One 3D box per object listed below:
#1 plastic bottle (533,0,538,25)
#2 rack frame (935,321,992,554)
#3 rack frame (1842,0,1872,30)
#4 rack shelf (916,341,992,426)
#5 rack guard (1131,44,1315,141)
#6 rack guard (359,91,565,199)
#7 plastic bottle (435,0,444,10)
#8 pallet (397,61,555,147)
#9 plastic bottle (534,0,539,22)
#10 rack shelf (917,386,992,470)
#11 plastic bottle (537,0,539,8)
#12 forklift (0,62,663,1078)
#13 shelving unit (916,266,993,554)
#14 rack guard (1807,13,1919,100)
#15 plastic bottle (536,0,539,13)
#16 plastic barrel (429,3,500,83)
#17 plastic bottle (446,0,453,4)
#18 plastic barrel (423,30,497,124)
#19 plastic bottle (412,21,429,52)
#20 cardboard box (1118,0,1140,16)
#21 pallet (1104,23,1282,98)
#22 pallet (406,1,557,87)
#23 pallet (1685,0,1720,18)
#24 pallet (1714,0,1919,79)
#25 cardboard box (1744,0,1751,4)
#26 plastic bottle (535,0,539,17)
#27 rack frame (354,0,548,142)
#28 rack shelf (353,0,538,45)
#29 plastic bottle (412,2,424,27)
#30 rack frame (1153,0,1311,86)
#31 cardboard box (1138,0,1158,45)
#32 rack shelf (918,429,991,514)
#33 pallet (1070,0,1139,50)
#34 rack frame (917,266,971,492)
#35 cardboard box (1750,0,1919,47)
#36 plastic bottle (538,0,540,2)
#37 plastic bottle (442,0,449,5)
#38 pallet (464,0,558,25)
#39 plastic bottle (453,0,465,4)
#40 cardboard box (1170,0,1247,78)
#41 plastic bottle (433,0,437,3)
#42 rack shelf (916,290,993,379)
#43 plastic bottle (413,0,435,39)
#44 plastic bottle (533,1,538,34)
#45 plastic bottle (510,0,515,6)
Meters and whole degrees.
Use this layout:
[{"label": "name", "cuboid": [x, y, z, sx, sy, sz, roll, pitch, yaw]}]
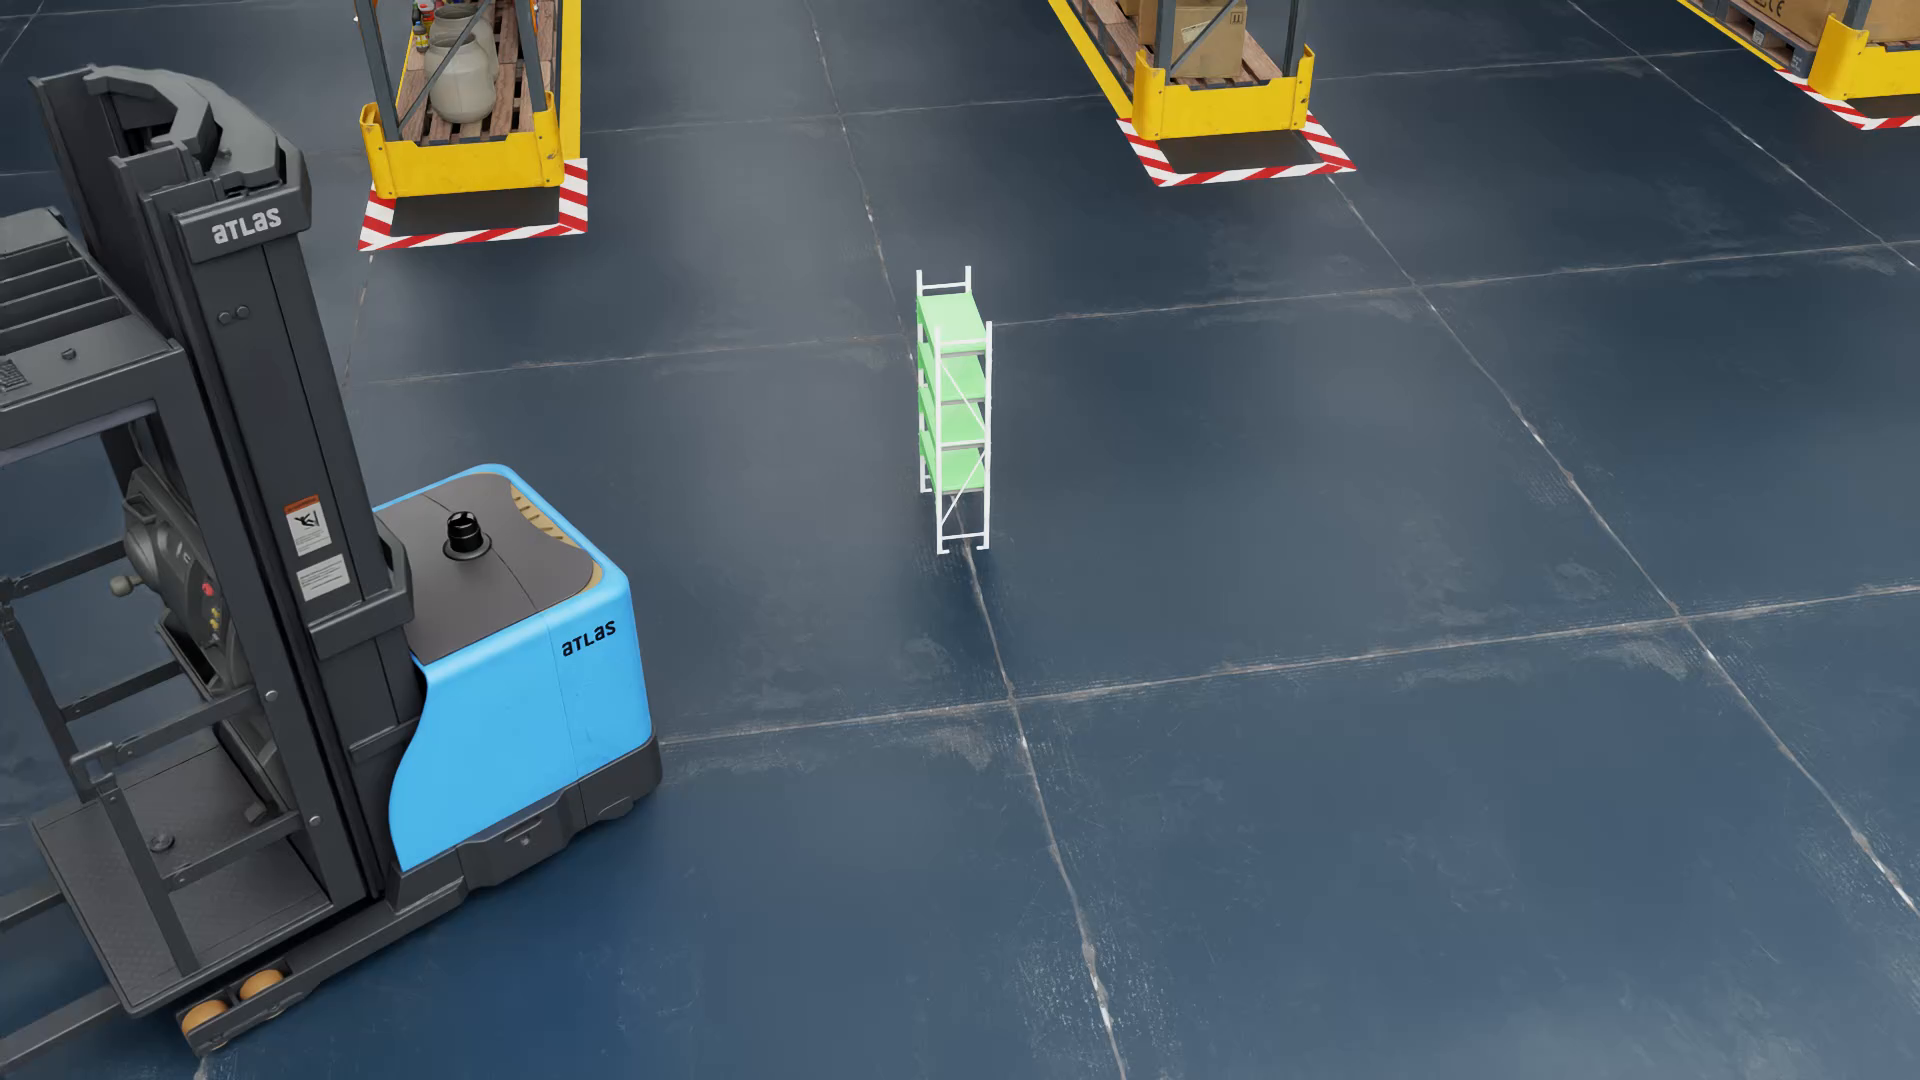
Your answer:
[{"label": "plastic bottle", "cuboid": [-3.160, -3.894, 12.182, 0.097, 0.271, 0.097, 0, 38, 0]}, {"label": "rack frame", "cuboid": [0.014, -0.426, 7.321, 0.240, 1.200, 0.015, -6, 38, -8]}, {"label": "rack frame", "cuboid": [6.688, -4.467, 11.055, 1.000, 3.000, 0.127, -6, 38, -8]}, {"label": "rack shelf", "cuboid": [-0.029, -0.713, 7.403, 0.258, 0.148, 0.480, -6, 38, -8]}, {"label": "rack guard", "cuboid": [1.774, -3.053, 11.272, 1.175, 0.500, 0.348, -6, 38, -8]}, {"label": "rack guard", "cuboid": [-3.149, -2.515, 10.580, 1.175, 0.500, 0.348, -6, 38, -8]}, {"label": "plastic bottle", "cuboid": [-3.755, -3.792, 12.041, 0.061, 0.283, 0.133, -6, 38, -8]}, {"label": "pallet", "cuboid": [-3.286, -2.893, 11.301, 1.003, 0.211, 1.213, -6, 38, -8]}, {"label": "plastic bottle", "cuboid": [-3.178, -3.954, 12.260, 0.097, 0.271, 0.097, 0, 38, 0]}, {"label": "rack shelf", "cuboid": [-0.029, -0.523, 7.550, 0.258, 0.148, 0.480, -6, 38, -8]}, {"label": "plastic bottle", "cuboid": [-3.231, -4.110, 12.518, 0.097, 0.201, 0.097, 0, 38, 0]}, {"label": "forklift", "cuboid": [-2.606, 0.180, 5.129, 3.031, 2.935, 1.130, -27, 45, -31]}, {"label": "shelving unit", "cuboid": [-0.029, -0.574, 7.511, 0.258, 1.200, 0.503, -6, 38, -8]}, {"label": "rack guard", "cuboid": [6.692, -3.465, 11.803, 1.175, 0.500, 0.348, -6, 38, -8]}, {"label": "plastic bottle", "cuboid": [-3.213, -4.076, 12.417, 0.097, 0.271, 0.097, 0, 38, 0]}, {"label": "plastic barrel", "cuboid": [-3.368, -3.337, 11.286, 0.421, 0.512, 0.421, 0, 38, 0]}, {"label": "plastic bottle", "cuboid": [-3.806, -3.970, 12.338, 0.097, 0.201, 0.097, 0, 38, 0]}, {"label": "plastic barrel", "cuboid": [-3.280, -3.034, 10.896, 0.421, 0.512, 0.421, 0, 38, 0]}, {"label": "plastic bottle", "cuboid": [-3.843, -3.592, 11.851, 0.097, 0.201, 0.097, 0, 38, 0]}, {"label": "cardboard box", "cuboid": [1.465, -4.290, 12.522, 0.500, 0.500, 0.500, -3, 38, -4]}, {"label": "pallet", "cuboid": [1.666, -3.434, 11.998, 1.003, 0.211, 1.213, -6, 38, -8]}, {"label": "pallet", "cuboid": [-3.496, -3.628, 12.248, 1.003, 0.211, 1.213, -6, 38, -8]}, {"label": "pallet", "cuboid": [6.260, -4.575, 13.467, 1.003, 0.211, 1.213, -6, 38, -8]}, {"label": "pallet", "cuboid": [6.471, -3.840, 12.521, 1.003, 0.211, 1.213, -6, 38, -8]}, {"label": "cardboard box", "cuboid": [6.348, -4.727, 12.779, 0.875, 0.875, 0.875, -7, 38, -9]}, {"label": "plastic bottle", "cuboid": [-3.195, -3.986, 12.358, 0.097, 0.201, 0.097, 0, 38, 0]}, {"label": "rack frame", "cuboid": [-3.089, -3.462, 9.761, 1.000, 3.000, 0.127, -6, 38, -8]}, {"label": "rack shelf", "cuboid": [-3.440, -4.386, 11.536, 1.077, 0.370, 4.000, -6, 38, -8]}, {"label": "plastic bottle", "cuboid": [-3.881, -3.693, 11.915, 0.061, 0.283, 0.133, -5, 38, -7]}, {"label": "rack frame", "cuboid": [1.787, -3.994, 10.446, 1.000, 3.000, 0.127, -6, 38, -8]}, {"label": "cardboard box", "cuboid": [1.556, -3.909, 12.032, 0.500, 0.500, 0.500, 3, 38, 4]}, {"label": "rack shelf", "cuboid": [-0.029, -0.334, 7.697, 0.258, 0.148, 0.480, -6, 38, -8]}, {"label": "pallet", "cuboid": [1.456, -4.169, 12.944, 1.003, 0.211, 1.213, -6, 38, -8]}, {"label": "rack frame", "cuboid": [-0.072, -0.721, 7.700, 0.240, 1.200, 0.015, -6, 38, -8]}, {"label": "cardboard box", "cuboid": [6.504, -4.196, 12.096, 0.875, 0.875, 0.875, -6, 38, -8]}, {"label": "plastic bottle", "cuboid": [-3.279, -4.208, 12.583, 0.152, 0.276, 0.135, -6, 38, -7]}, {"label": "plastic bottle", "cuboid": [-3.765, -3.856, 12.191, 0.097, 0.201, 0.097, 0, 38, 0]}, {"label": "pallet", "cuboid": [-3.714, -4.366, 13.198, 1.003, 0.211, 1.213, -6, 38, -8]}, {"label": "plastic bottle", "cuboid": [-3.808, -4.104, 12.449, 0.152, 0.276, 0.135, -6, 38, -8]}, {"label": "cardboard box", "cuboid": [1.694, -3.552, 11.572, 0.500, 0.500, 0.500, 0, 38, 1]}, {"label": "plastic bottle", "cuboid": [-3.884, -3.861, 12.136, 0.152, 0.276, 0.135, -7, 38, -9]}, {"label": "rack shelf", "cuboid": [-0.029, -0.902, 7.255, 0.258, 0.148, 0.480, -6, 38, -8]}, {"label": "plastic bottle", "cuboid": [-3.860, -3.777, 12.028, 0.152, 0.276, 0.135, -6, 38, -8]}, {"label": "plastic bottle", "cuboid": [-3.122, -3.830, 12.090, 0.061, 0.283, 0.133, -6, 38, -7]}, {"label": "plastic bottle", "cuboid": [-3.384, -4.199, 12.566, 0.061, 0.283, 0.133, -6, 38, -8]}]
